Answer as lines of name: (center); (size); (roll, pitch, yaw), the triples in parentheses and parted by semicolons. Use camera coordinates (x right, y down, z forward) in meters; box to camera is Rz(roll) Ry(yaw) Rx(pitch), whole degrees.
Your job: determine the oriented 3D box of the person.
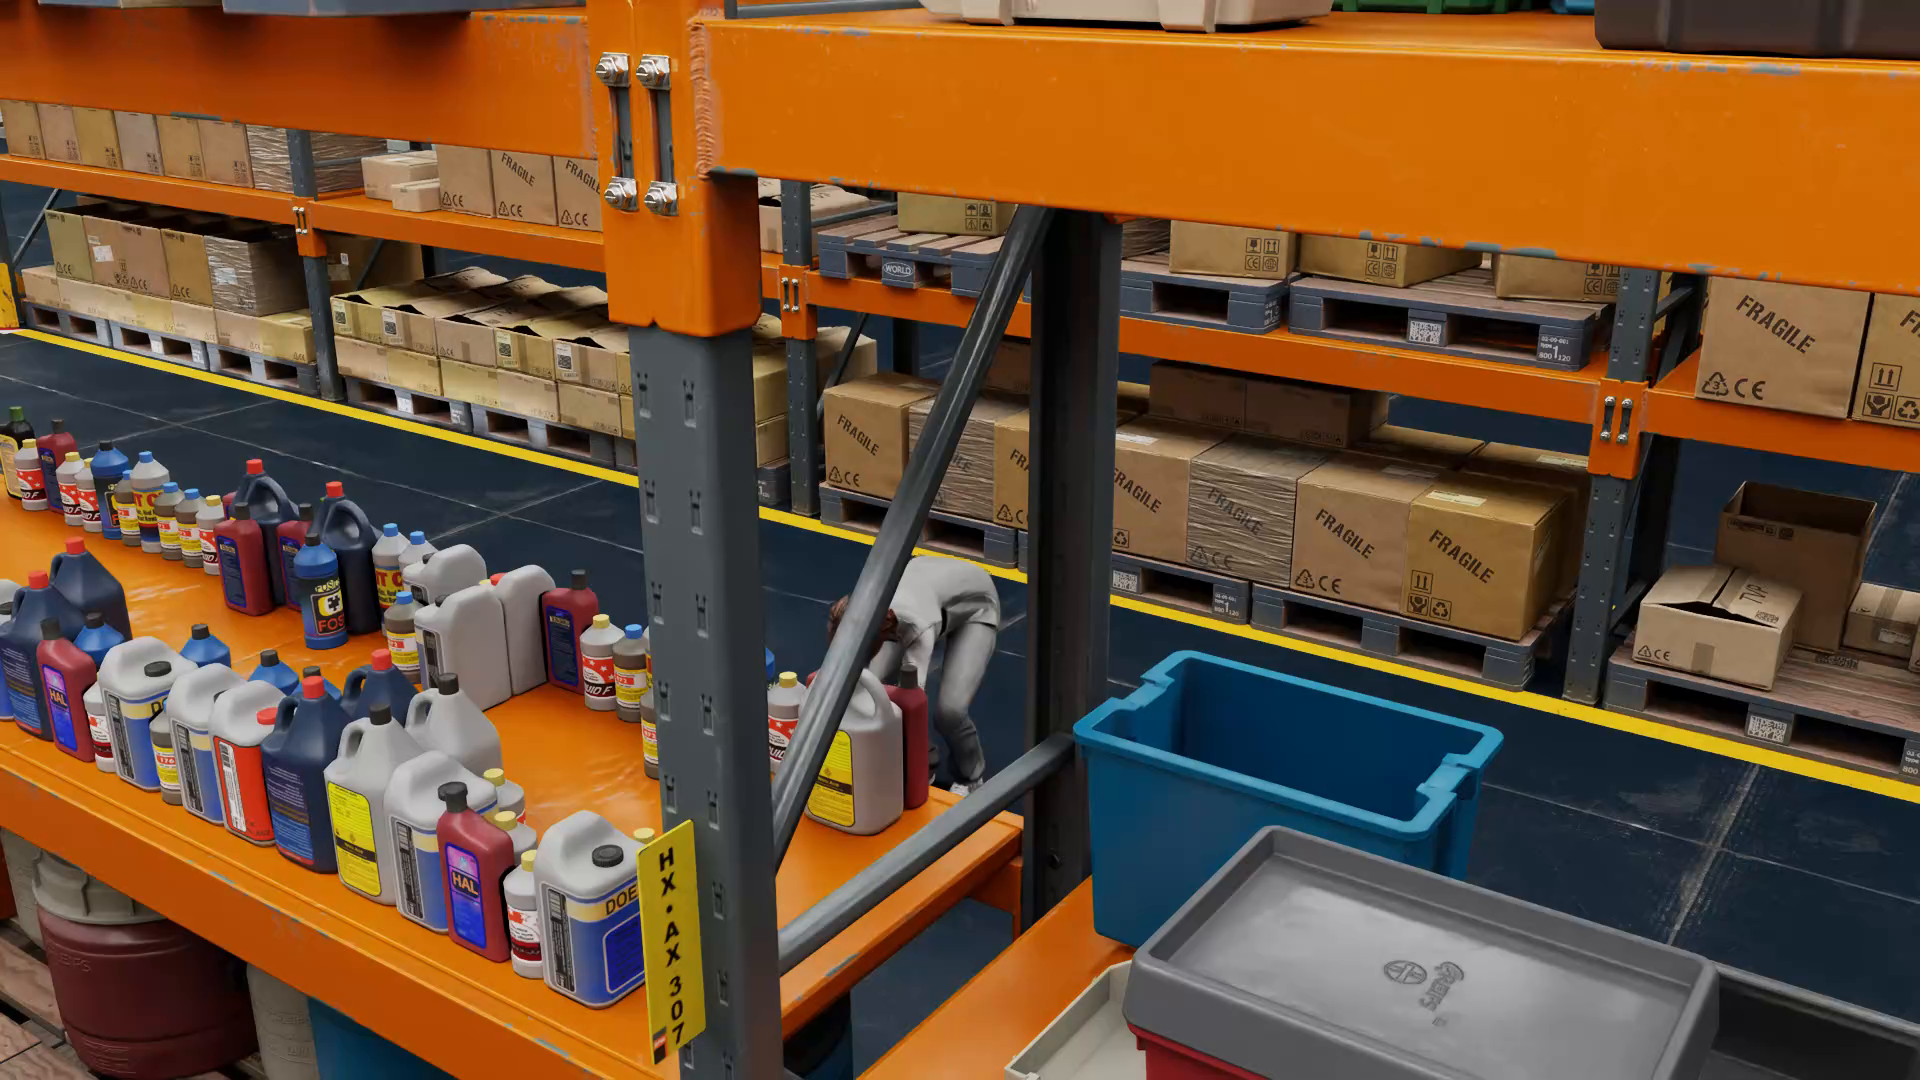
person: (-0.165, 0.518, 5.634); (0.421, 0.938, 0.863); (12, 23, 29)
